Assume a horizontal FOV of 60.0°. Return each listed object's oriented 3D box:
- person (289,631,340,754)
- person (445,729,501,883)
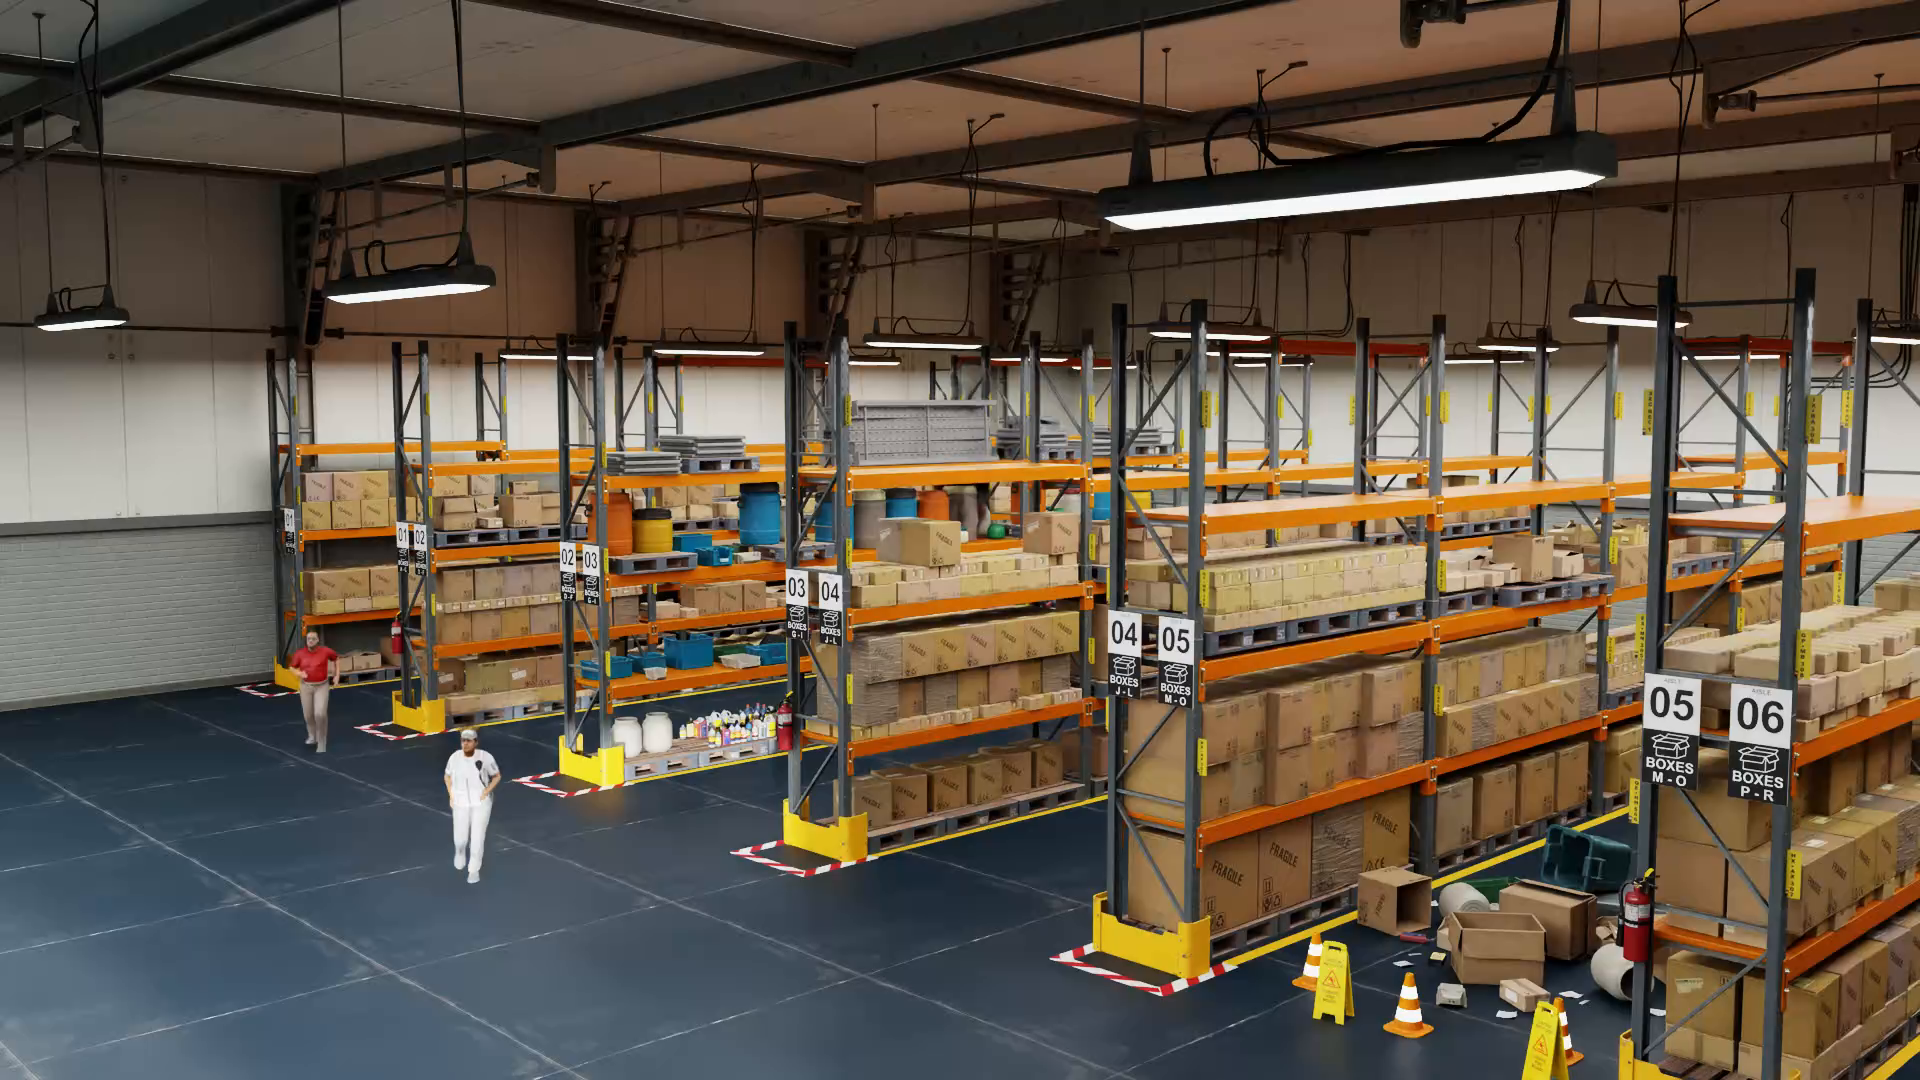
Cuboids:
[{"bbox_3d":[-9.419,2.229,24.290,0.677,1.818,0.789,-1,5,-13],"label":"person"},{"bbox_3d":[-5.209,2.825,17.768,0.597,1.638,0.581,-1,5,-9],"label":"person"}]
